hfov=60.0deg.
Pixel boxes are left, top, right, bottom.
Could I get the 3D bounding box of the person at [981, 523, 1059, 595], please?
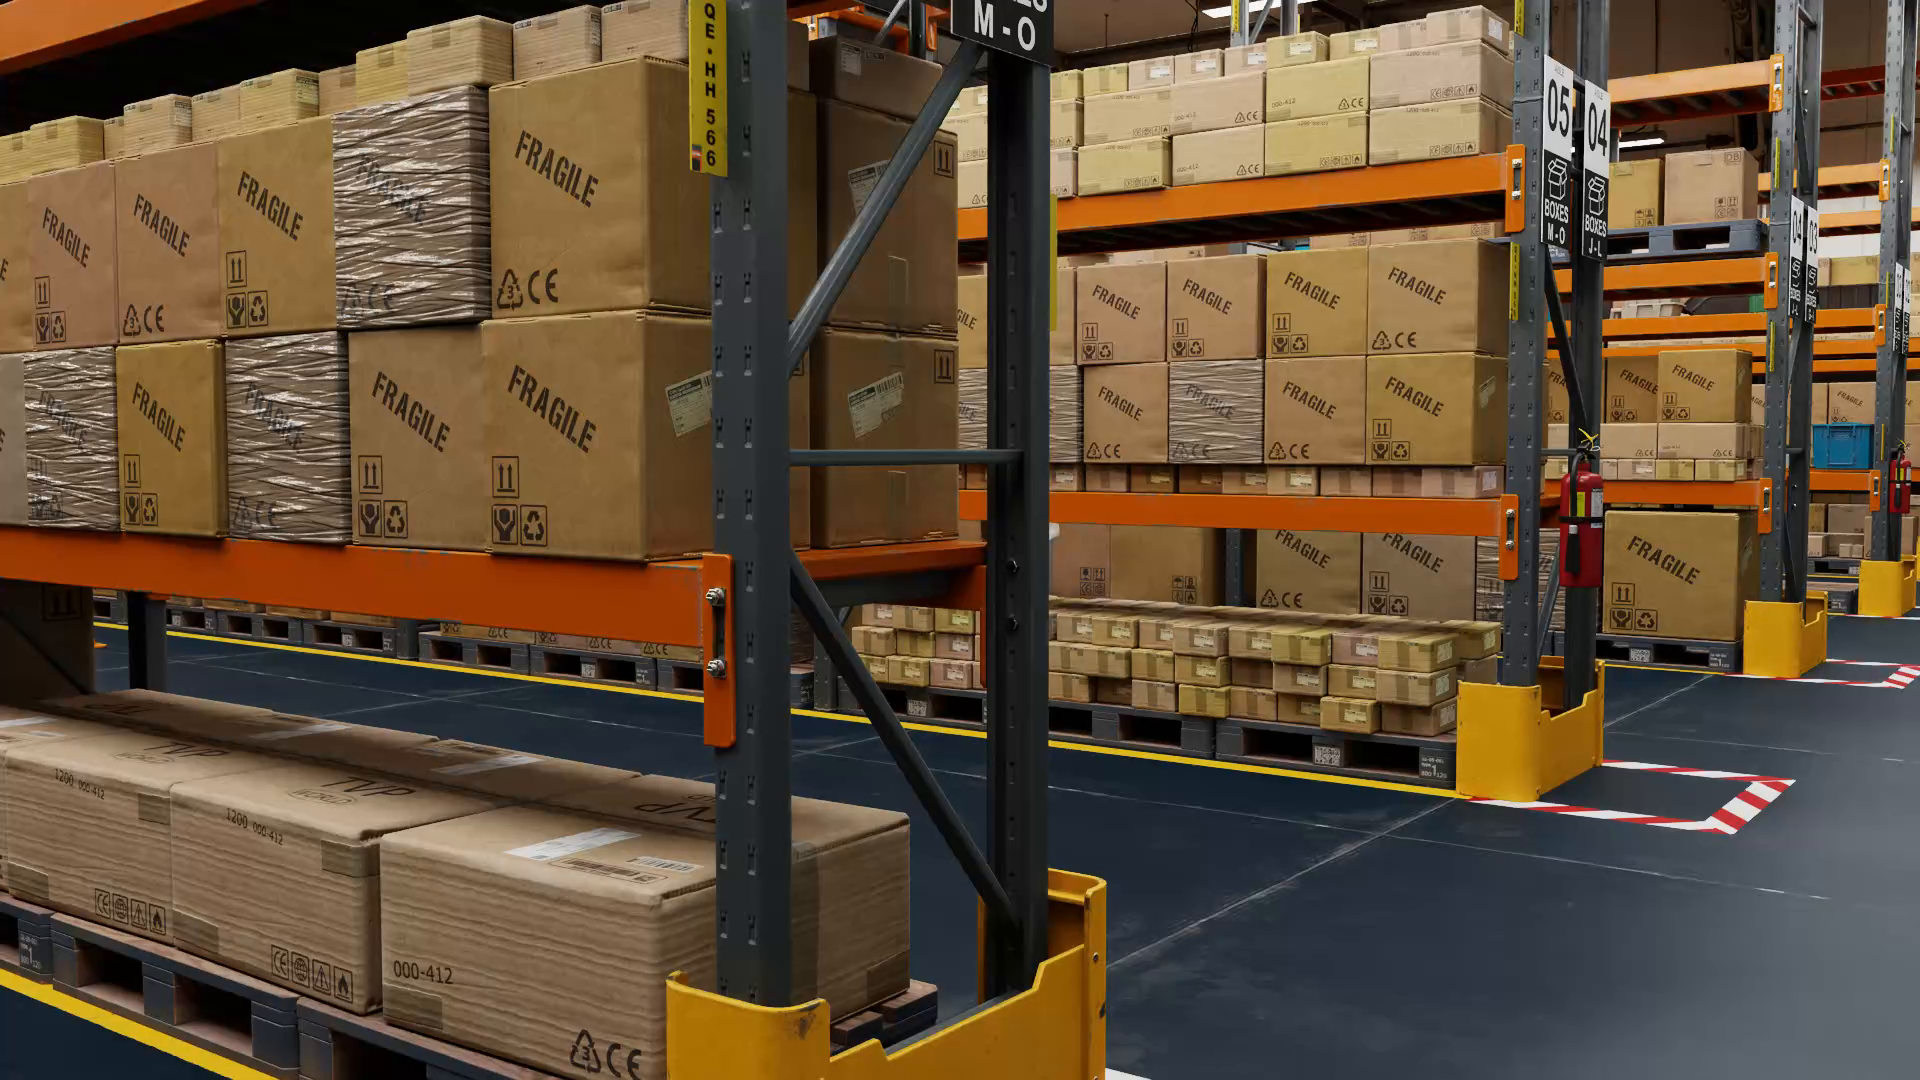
[{"bbox_3d":[0.432,0.006,11.613,0.505,1.763,0.561,2,4,35],"label":"person"}]
